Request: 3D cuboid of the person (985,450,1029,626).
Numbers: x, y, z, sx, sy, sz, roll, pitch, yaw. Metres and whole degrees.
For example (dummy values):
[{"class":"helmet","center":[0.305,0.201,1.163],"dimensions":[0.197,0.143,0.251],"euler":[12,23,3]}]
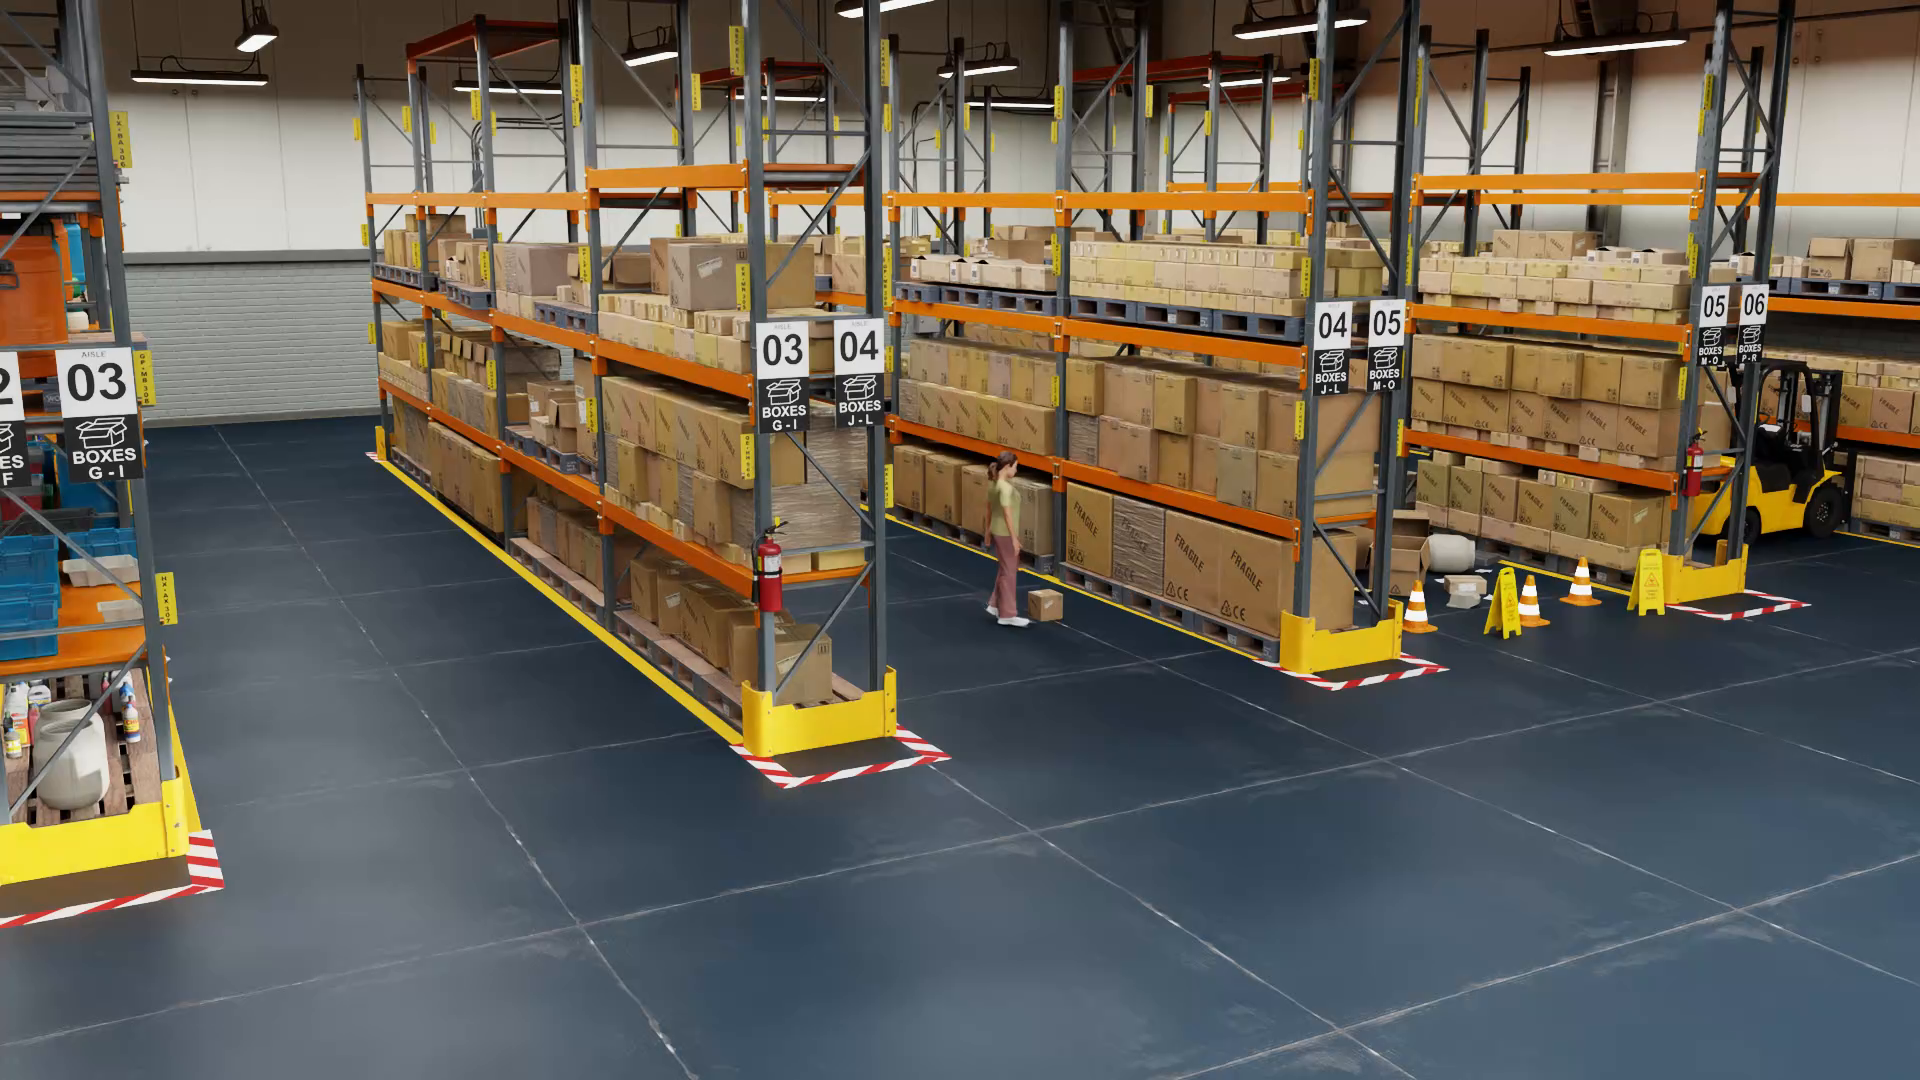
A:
[{"class":"person","center":[0.442,-0.010,15.972],"dimensions":[0.392,1.703,0.531],"euler":[-4,12,-17]}]
